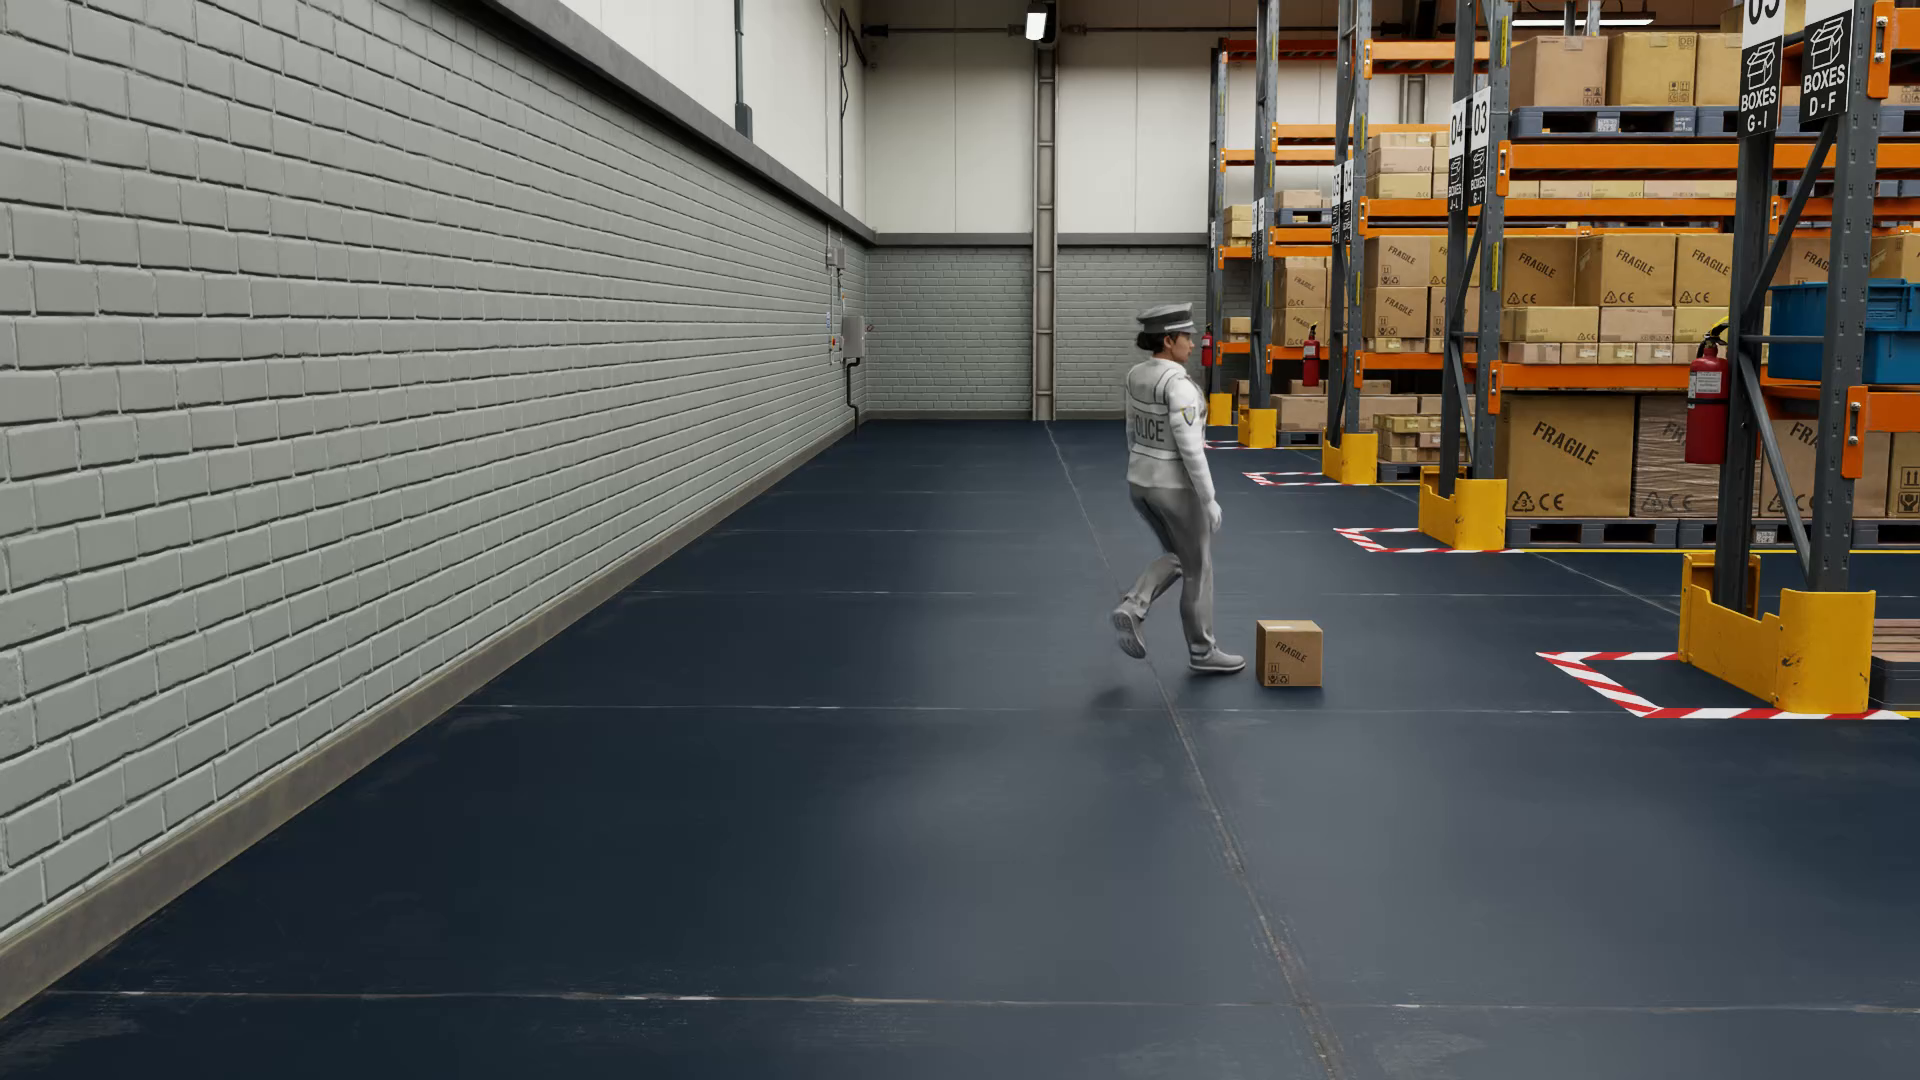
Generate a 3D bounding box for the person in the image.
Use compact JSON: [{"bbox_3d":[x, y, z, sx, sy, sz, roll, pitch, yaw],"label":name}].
[{"bbox_3d":[1.009,-0.215,7.354,0.652,1.653,0.550,-3,8,-24],"label":"person"}]
